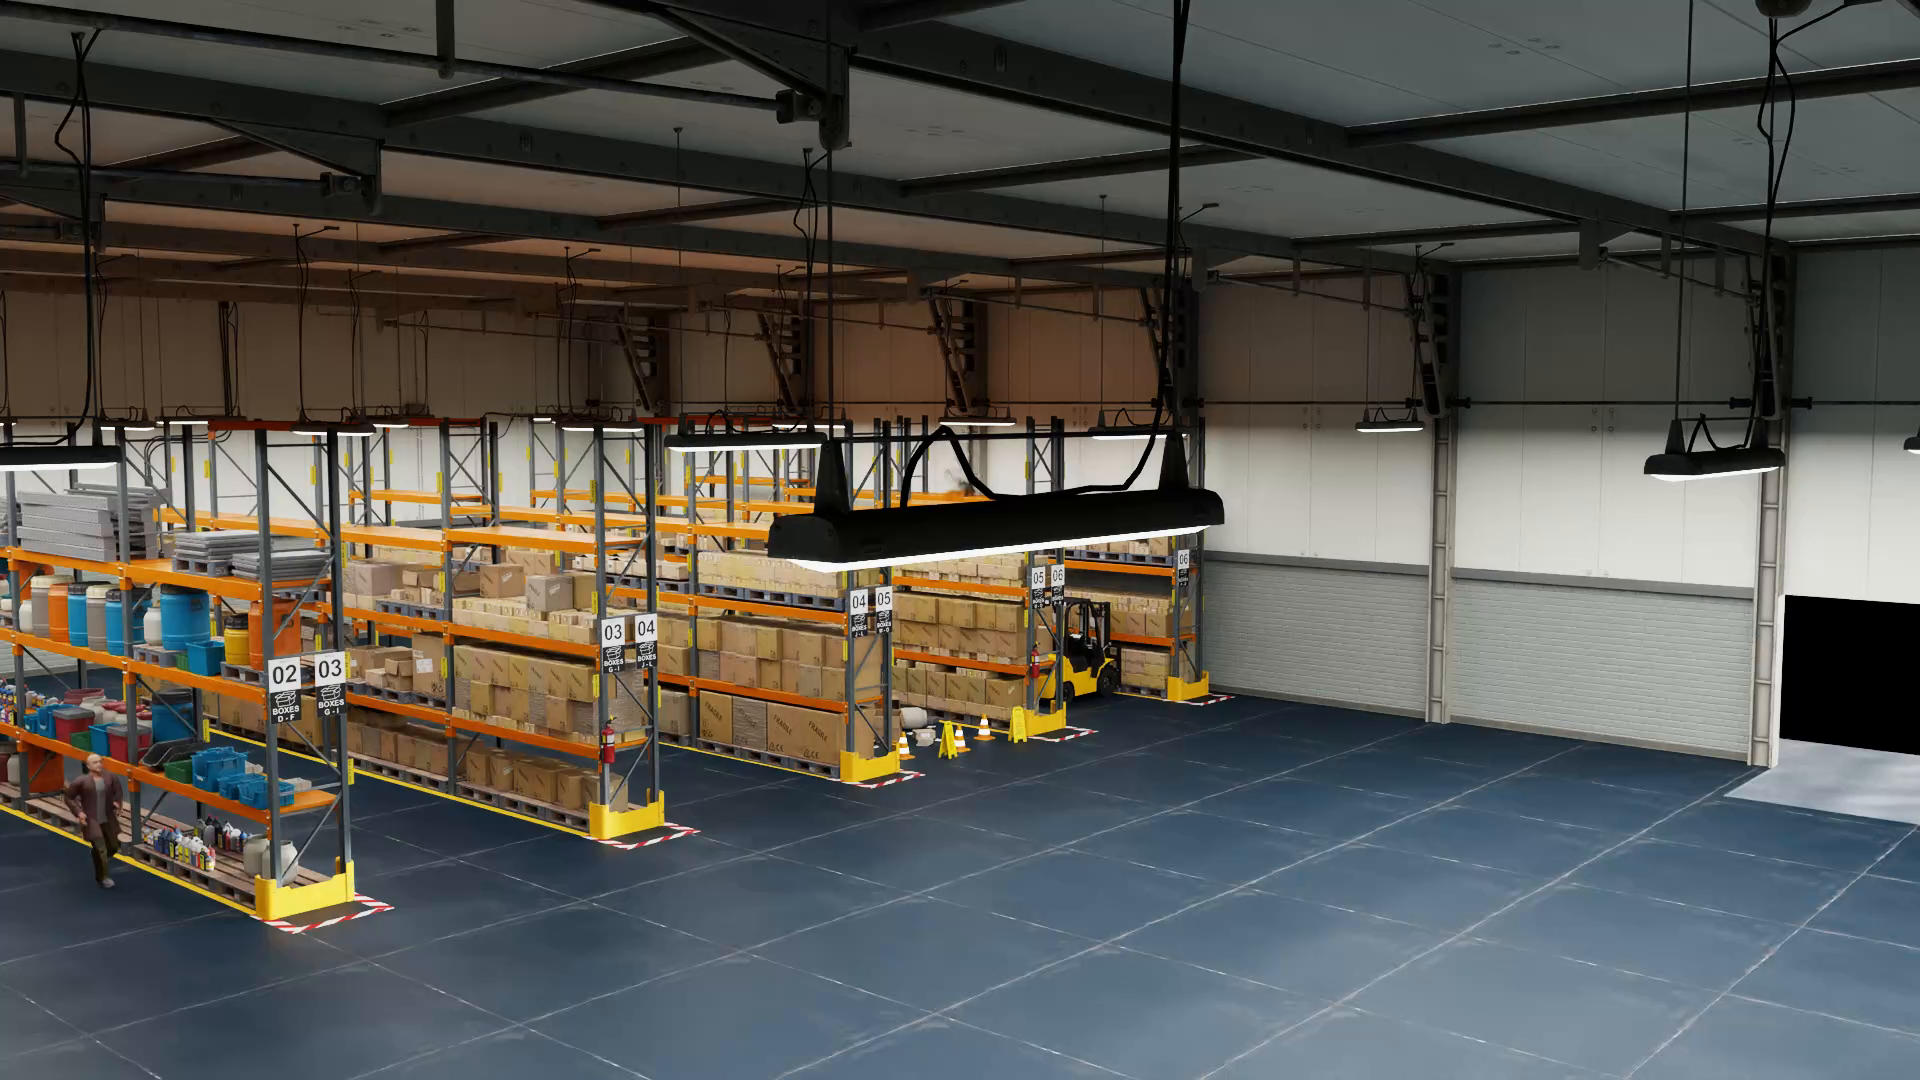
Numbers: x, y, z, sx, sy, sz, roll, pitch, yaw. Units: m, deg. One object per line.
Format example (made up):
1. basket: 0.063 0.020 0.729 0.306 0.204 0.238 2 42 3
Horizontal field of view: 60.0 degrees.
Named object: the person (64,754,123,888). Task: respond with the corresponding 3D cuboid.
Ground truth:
1. person: -11.295 3.653 21.744 0.724 1.735 0.704 4 6 41
